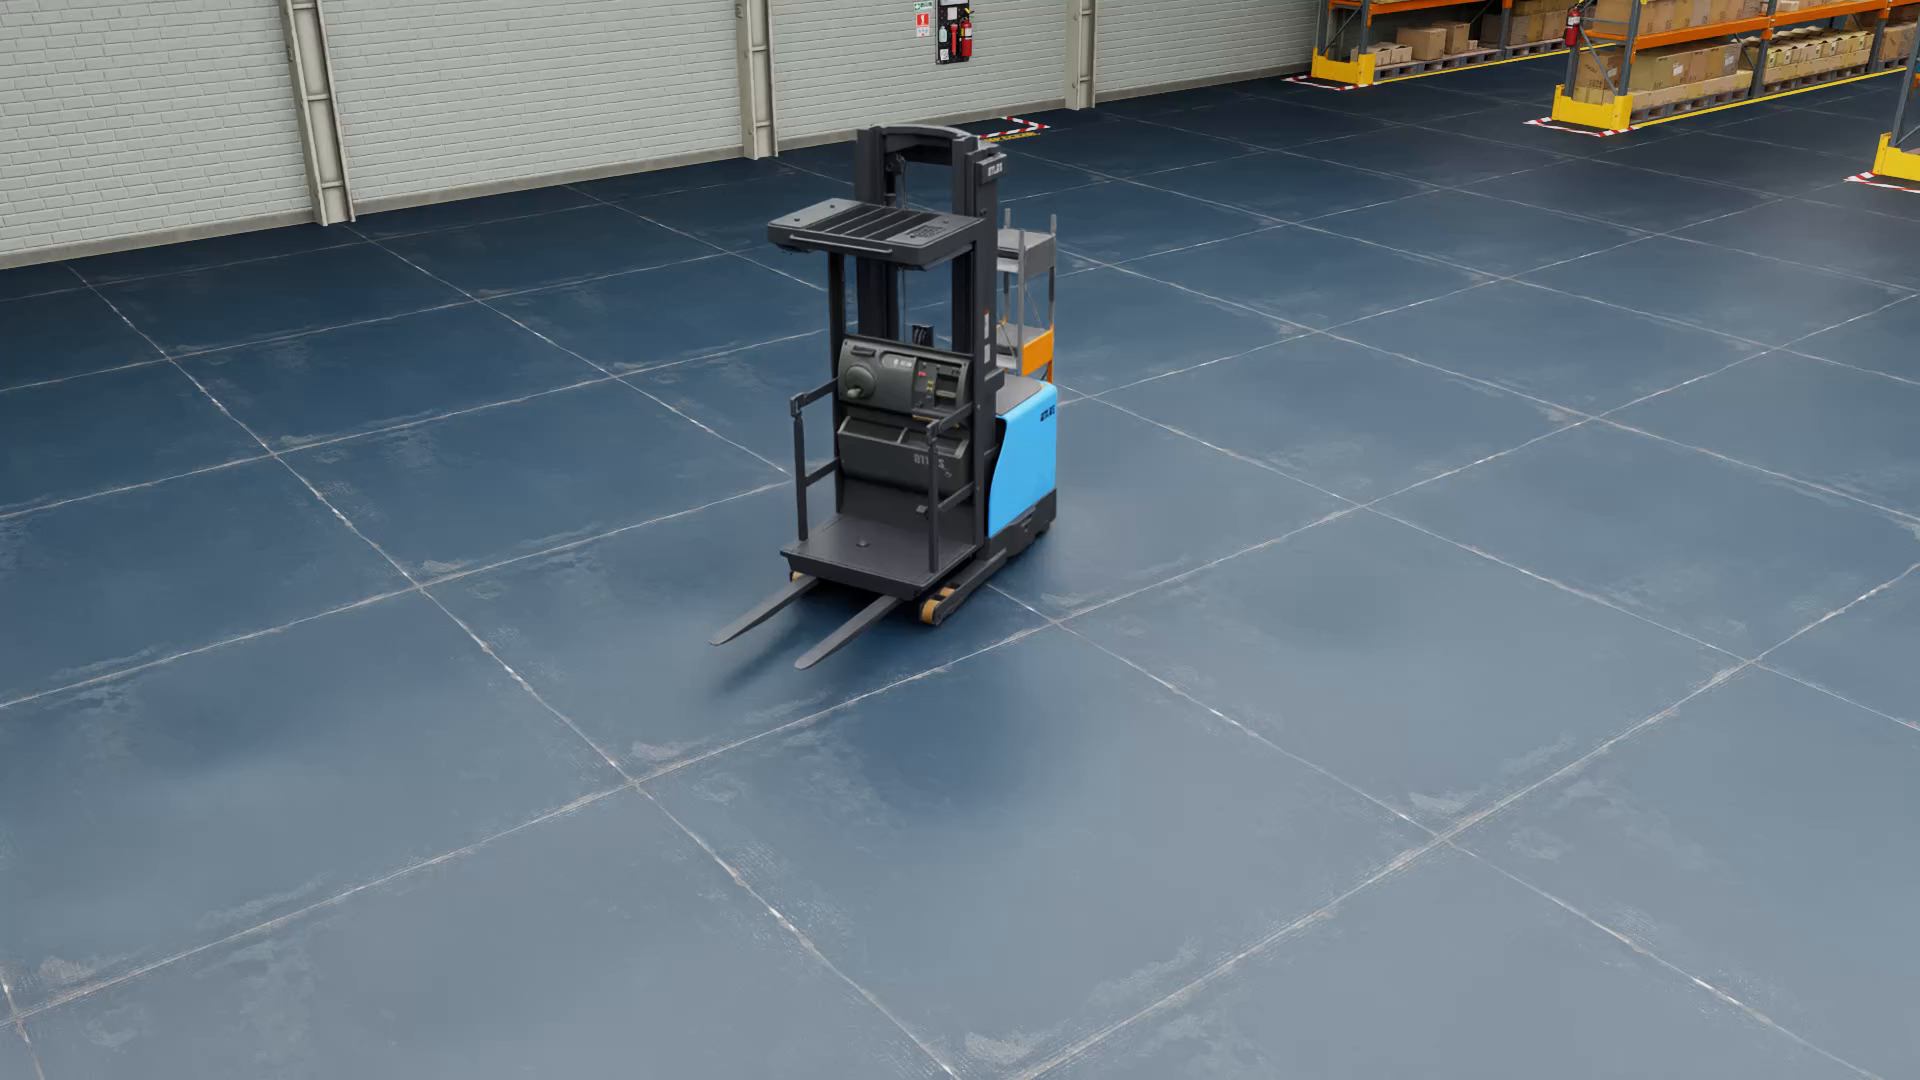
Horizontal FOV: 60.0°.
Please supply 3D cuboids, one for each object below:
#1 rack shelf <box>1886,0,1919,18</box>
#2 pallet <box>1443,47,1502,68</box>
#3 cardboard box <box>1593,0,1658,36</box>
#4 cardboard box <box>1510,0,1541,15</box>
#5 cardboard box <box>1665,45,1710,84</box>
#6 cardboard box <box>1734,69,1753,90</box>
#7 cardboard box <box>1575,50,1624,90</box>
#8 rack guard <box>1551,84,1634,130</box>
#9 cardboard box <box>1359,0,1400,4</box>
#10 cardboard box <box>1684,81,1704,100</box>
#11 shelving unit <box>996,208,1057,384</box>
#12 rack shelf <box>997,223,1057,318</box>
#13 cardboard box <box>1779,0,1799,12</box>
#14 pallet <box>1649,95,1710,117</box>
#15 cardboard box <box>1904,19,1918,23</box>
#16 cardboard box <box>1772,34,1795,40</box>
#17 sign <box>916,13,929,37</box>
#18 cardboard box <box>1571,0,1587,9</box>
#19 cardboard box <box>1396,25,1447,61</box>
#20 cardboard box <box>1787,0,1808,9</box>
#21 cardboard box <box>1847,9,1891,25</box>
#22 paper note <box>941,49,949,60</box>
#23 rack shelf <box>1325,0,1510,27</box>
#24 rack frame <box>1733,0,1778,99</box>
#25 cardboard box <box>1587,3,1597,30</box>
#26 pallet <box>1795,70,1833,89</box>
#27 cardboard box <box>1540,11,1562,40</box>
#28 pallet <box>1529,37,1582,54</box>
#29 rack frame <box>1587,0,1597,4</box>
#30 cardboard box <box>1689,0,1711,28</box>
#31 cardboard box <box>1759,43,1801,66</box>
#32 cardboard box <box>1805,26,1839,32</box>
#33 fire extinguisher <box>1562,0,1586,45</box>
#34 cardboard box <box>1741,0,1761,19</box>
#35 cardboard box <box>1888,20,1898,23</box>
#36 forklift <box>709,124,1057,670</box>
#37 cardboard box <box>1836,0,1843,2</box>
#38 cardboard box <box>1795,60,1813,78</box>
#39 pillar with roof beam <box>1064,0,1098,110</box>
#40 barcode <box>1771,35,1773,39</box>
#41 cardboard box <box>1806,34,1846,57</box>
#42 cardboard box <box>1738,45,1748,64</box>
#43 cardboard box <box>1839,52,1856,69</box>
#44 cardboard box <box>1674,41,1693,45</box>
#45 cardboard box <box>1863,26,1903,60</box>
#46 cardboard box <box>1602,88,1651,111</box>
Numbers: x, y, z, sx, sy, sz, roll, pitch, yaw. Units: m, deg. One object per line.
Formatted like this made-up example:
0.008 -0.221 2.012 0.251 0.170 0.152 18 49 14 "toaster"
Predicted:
17.553 -10.038 30.671 4.000 0.370 1.077 -18 31 -34 "rack shelf"
9.265 -8.995 30.881 1.213 0.211 1.003 -18 31 -34 "pallet"
10.059 -7.929 25.153 0.500 0.500 0.700 -18 31 -34 "cardboard box"
10.686 -10.164 31.643 0.500 0.250 0.500 -19 31 -35 "cardboard box"
11.425 -7.505 26.234 0.500 0.500 0.500 -18 31 -34 "cardboard box"
12.602 -7.556 27.236 0.500 0.250 0.500 -18 31 -34 "cardboard box"
9.923 -7.288 25.767 0.500 0.500 0.500 -18 31 -34 "cardboard box"
9.665 -6.627 25.435 0.348 0.500 1.175 -18 31 -34 "rack guard"
7.204 -9.369 28.530 0.500 0.250 0.500 -19 31 -35 "cardboard box"
11.425 -7.165 26.392 0.500 0.250 0.500 -18 31 -34 "cardboard box"
0.380 -1.282 12.018 0.431 2.100 0.503 13 28 26 "shelving unit"
0.380 -1.904 11.729 0.431 0.518 0.480 13 28 26 "rack shelf"
13.655 -8.854 27.564 0.250 0.149 0.380 -18 31 -34 "cardboard box"
11.219 -7.030 26.646 1.213 0.211 1.003 -18 31 -34 "pallet"
17.728 -9.338 30.754 0.500 0.500 0.500 -19 31 -36 "cardboard box"
14.171 -8.599 28.817 0.500 0.311 0.500 -19 31 -35 "cardboard box"
-0.547 -7.594 24.507 0.234 0.329 0.001 -18 31 -34 "sign"
11.898 -10.559 32.495 0.500 0.250 0.500 -18 30 -33 "cardboard box"
8.281 -8.945 29.906 0.500 0.500 0.700 -21 32 -37 "cardboard box"
13.861 -9.182 27.853 0.500 0.500 0.500 -16 29 -30 "cardboard box"
16.612 -9.588 30.401 0.500 0.250 0.500 -17 30 -32 "cardboard box"
-0.230 -7.265 24.886 0.142 0.148 0.016 -18 31 -34 "paper note"
8.198 -9.600 29.727 4.000 0.370 1.077 -18 31 -34 "rack shelf"
12.832 -8.806 27.161 0.127 3.000 1.000 -18 31 -34 "rack frame"
12.385 -10.346 32.927 0.500 0.500 0.700 -18 30 -33 "cardboard box"
14.348 -8.064 28.875 1.213 0.211 1.003 -18 31 -34 "pallet"
11.143 -9.978 32.134 0.500 0.500 0.700 -18 30 -33 "cardboard box"
11.345 -9.702 32.405 1.213 0.211 1.003 -18 31 -34 "pallet"
12.920 -11.485 32.934 0.127 3.000 1.000 -18 31 -34 "rack frame"
11.276 -8.332 26.022 0.500 0.500 0.700 -17 30 -33 "cardboard box"
13.708 -8.157 27.863 0.500 0.311 0.500 -19 31 -35 "cardboard box"
15.386 -9.004 29.689 0.500 0.311 0.500 -17 30 -32 "cardboard box"
9.304 -7.855 25.204 0.183 0.674 0.296 -18 31 -34 "fire extinguisher"
12.487 -8.734 26.887 0.500 0.500 0.700 -19 31 -35 "cardboard box"
16.978 -9.366 30.814 0.500 0.500 0.500 -20 31 -36 "cardboard box"
-0.468 -1.003 10.429 1.130 2.935 3.031 13 28 26 "forklift"
15.011 -9.381 28.699 0.250 0.149 0.380 -16 29 -30 "cardboard box"
14.111 -8.040 28.277 0.500 0.250 0.500 -19 31 -36 "cardboard box"
4.576 -9.612 21.771 0.400 9.000 9.100 -18 31 -34 "pillar with roof beam"
13.290 -8.235 27.238 0.075 0.075 0.001 -18 31 -34 "barcode"
14.915 -8.558 28.727 0.500 0.311 0.500 -18 31 -34 "cardboard box"
12.974 -8.204 27.965 0.500 0.311 0.500 -18 31 -34 "cardboard box"
15.313 -8.436 29.131 0.500 0.250 0.500 -19 31 -35 "cardboard box"
11.487 -7.813 26.897 0.500 0.500 0.500 -18 31 -34 "cardboard box"
16.514 -8.934 29.884 0.500 0.500 0.500 -17 30 -32 "cardboard box"
10.243 -6.776 25.554 0.500 0.250 0.500 -18 31 -34 "cardboard box"
